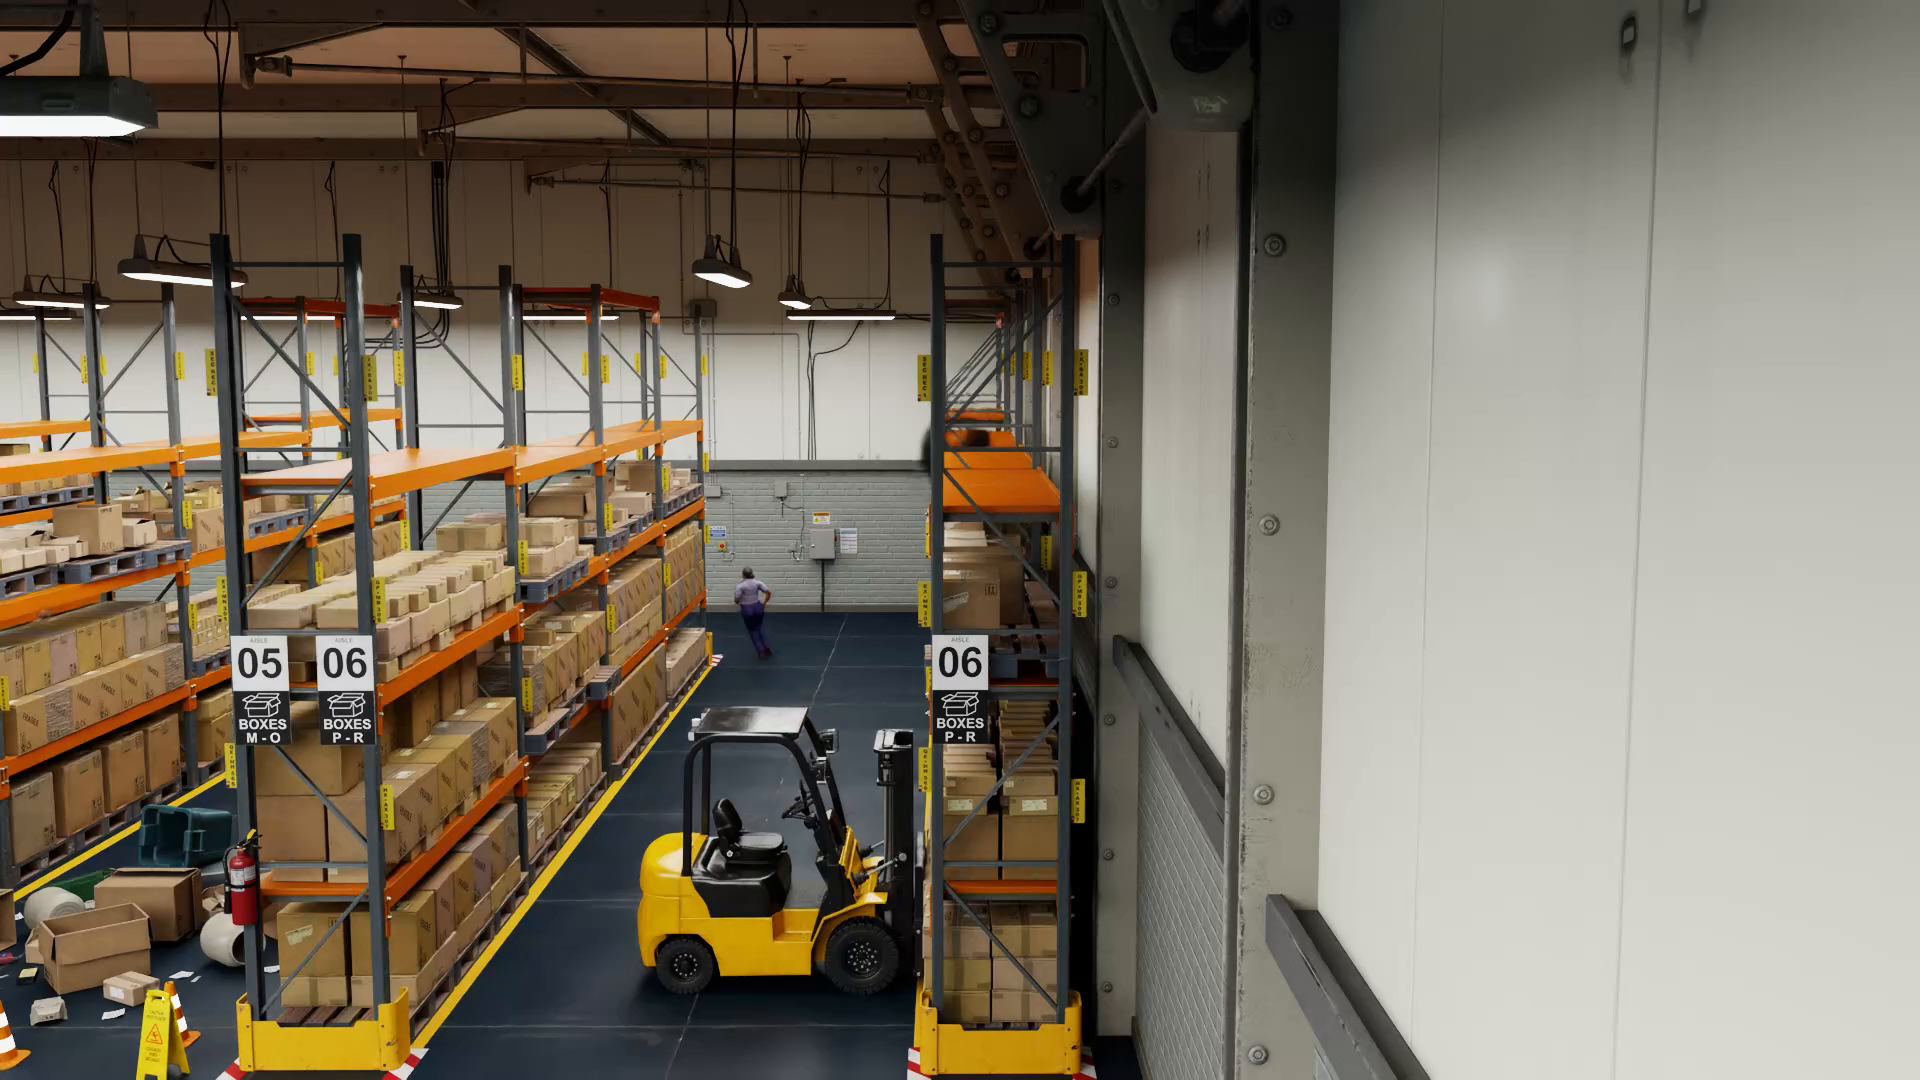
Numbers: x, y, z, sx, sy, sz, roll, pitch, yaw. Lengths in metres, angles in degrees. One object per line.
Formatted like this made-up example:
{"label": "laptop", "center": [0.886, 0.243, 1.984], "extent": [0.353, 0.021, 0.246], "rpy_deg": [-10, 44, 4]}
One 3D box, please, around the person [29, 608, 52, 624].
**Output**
{"label": "person", "center": [-12.869, 1.707, 23.396], "extent": [0.639, 1.740, 0.582], "rpy_deg": [0, 6, -3]}

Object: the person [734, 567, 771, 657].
{"label": "person", "center": [-3.551, 1.239, 28.537], "extent": [0.740, 1.613, 0.567], "rpy_deg": [-3, 7, -26]}
